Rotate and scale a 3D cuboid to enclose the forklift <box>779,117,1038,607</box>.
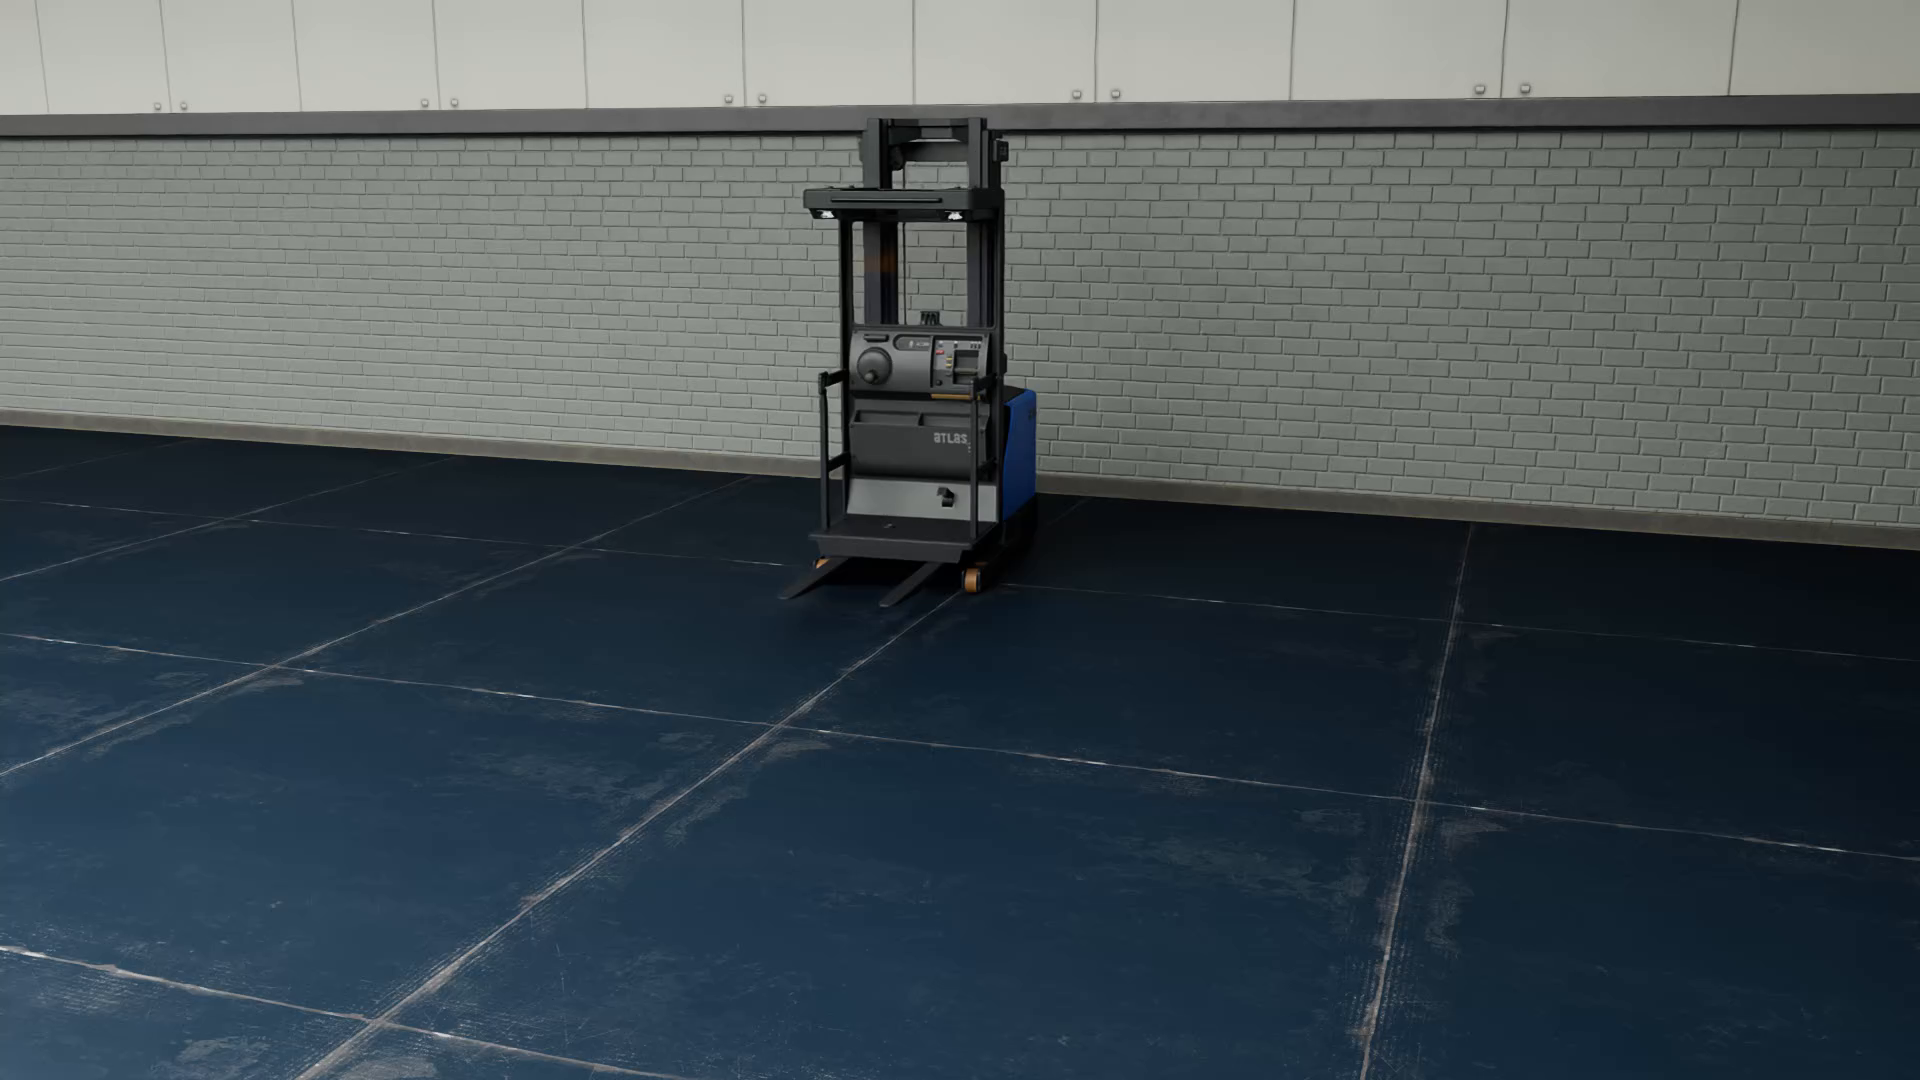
[{"bbox_3d":[-0.319,-1.184,10.587,1.130,2.935,3.031,3,13,15],"label":"forklift"}]
